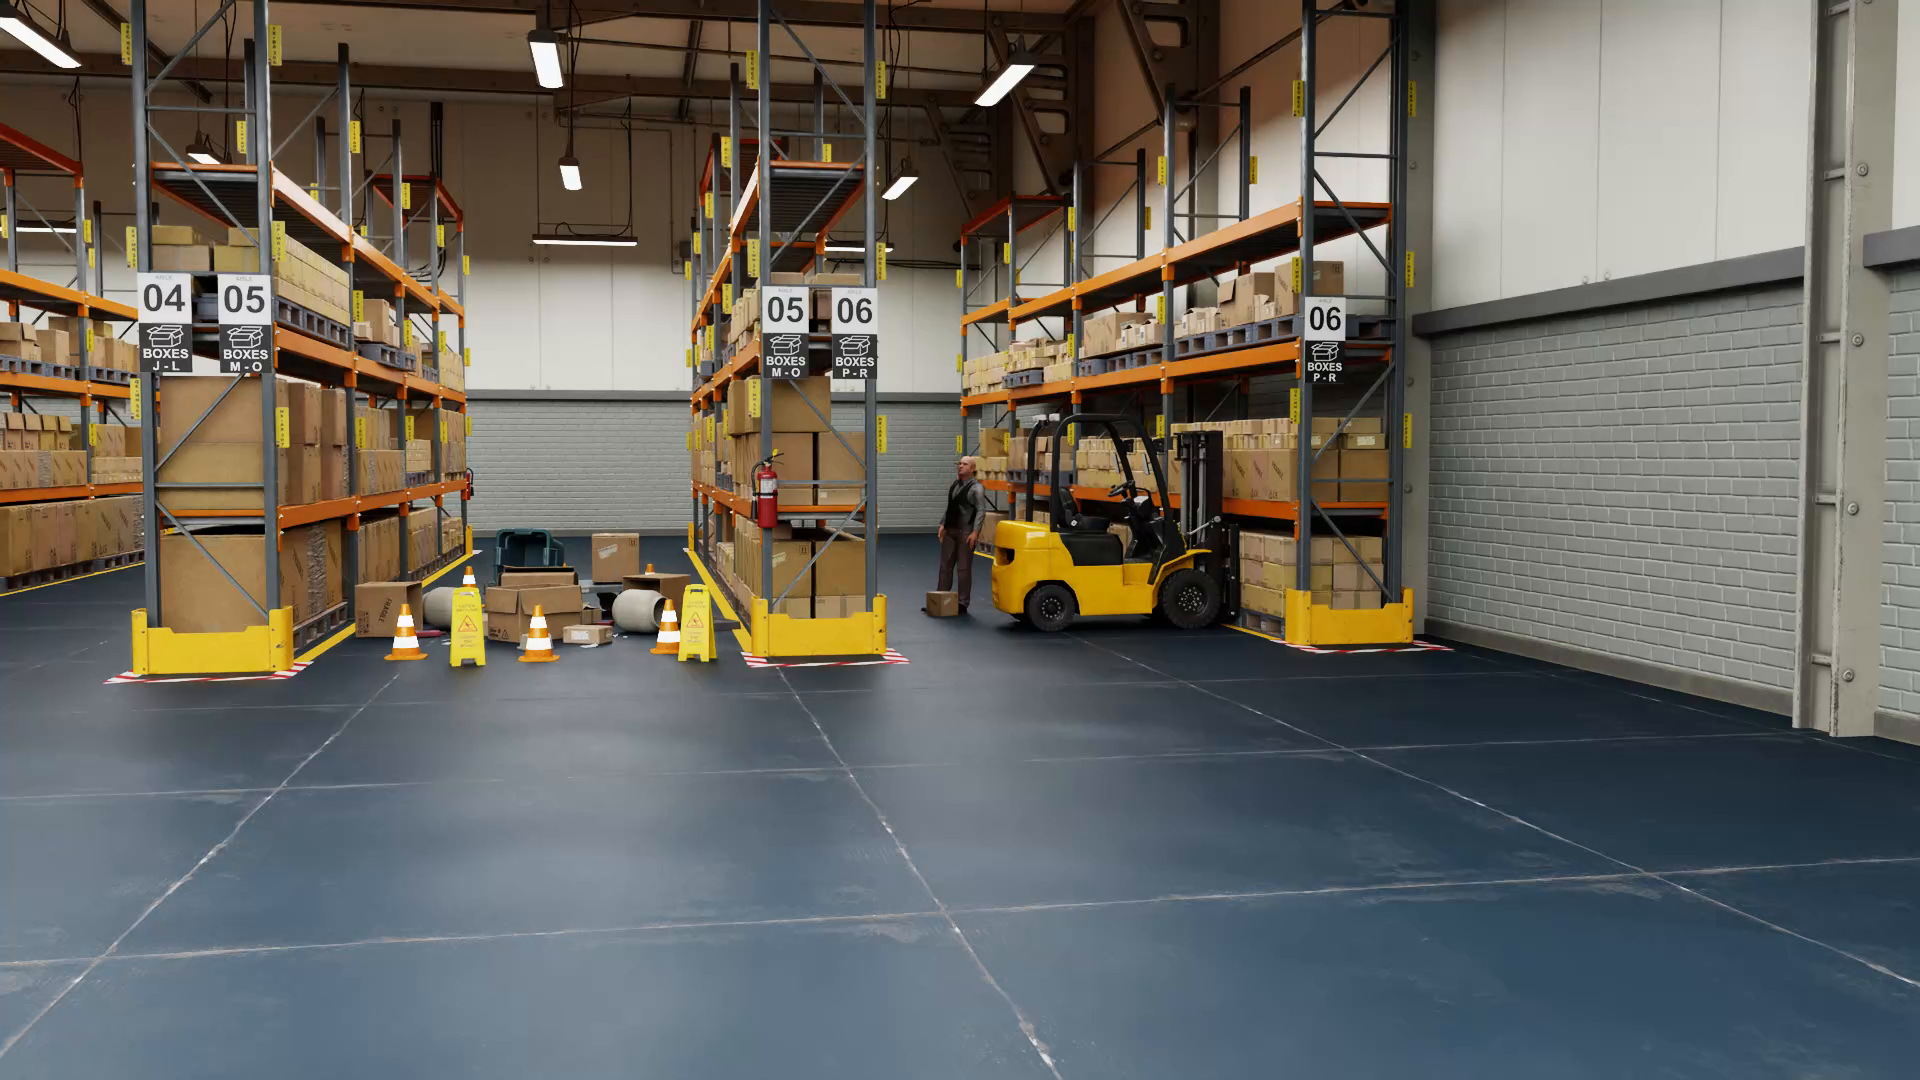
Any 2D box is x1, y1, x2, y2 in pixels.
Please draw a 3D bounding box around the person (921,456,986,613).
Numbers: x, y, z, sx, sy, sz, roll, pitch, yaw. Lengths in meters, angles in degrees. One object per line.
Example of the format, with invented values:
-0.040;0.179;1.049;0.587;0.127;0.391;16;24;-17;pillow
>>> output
-0.041;-0.057;18.261;0.568;1.720;0.632;-3;4;-40;person
